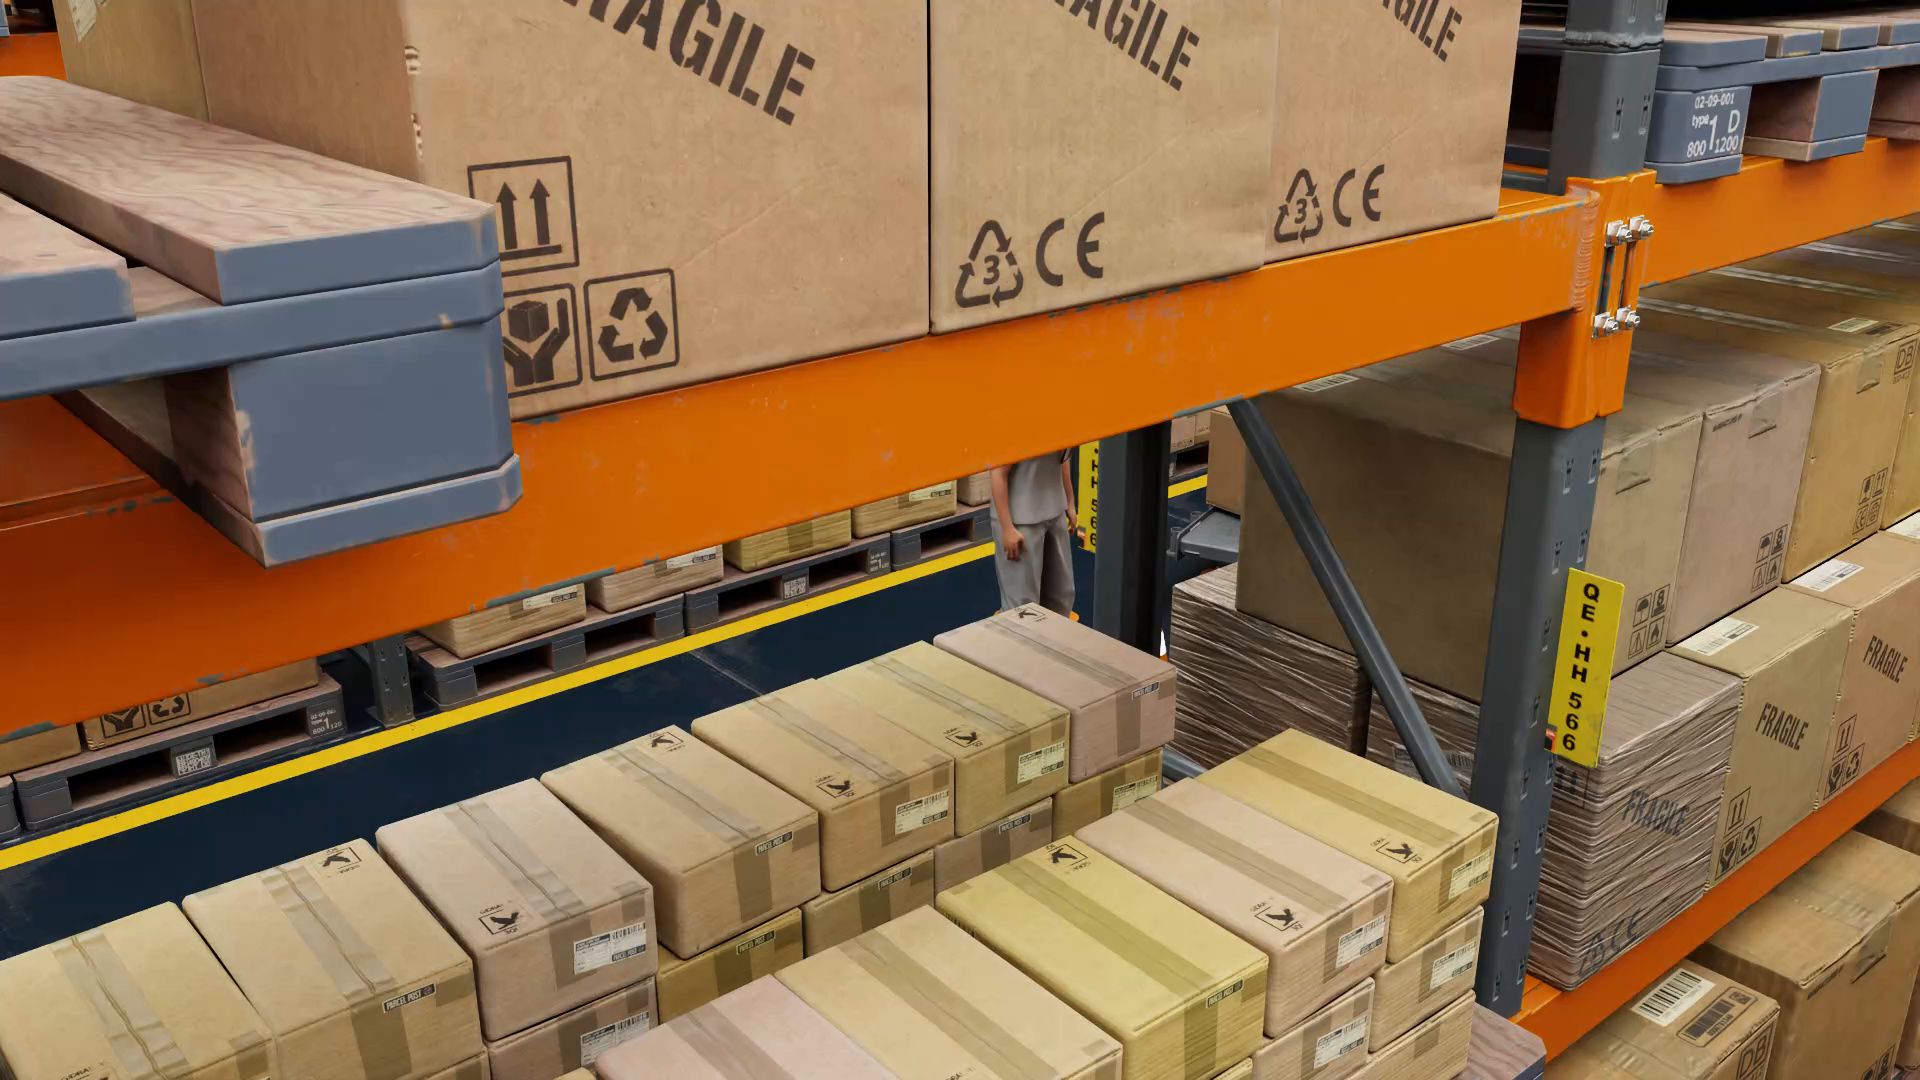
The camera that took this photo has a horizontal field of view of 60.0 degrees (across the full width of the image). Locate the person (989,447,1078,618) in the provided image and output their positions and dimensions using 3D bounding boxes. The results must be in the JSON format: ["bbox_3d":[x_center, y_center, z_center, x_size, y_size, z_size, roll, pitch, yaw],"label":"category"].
[{"bbox_3d":[0.312,-0.081,6.794,0.362,1.672,0.488,16,26,35],"label":"person"}]
